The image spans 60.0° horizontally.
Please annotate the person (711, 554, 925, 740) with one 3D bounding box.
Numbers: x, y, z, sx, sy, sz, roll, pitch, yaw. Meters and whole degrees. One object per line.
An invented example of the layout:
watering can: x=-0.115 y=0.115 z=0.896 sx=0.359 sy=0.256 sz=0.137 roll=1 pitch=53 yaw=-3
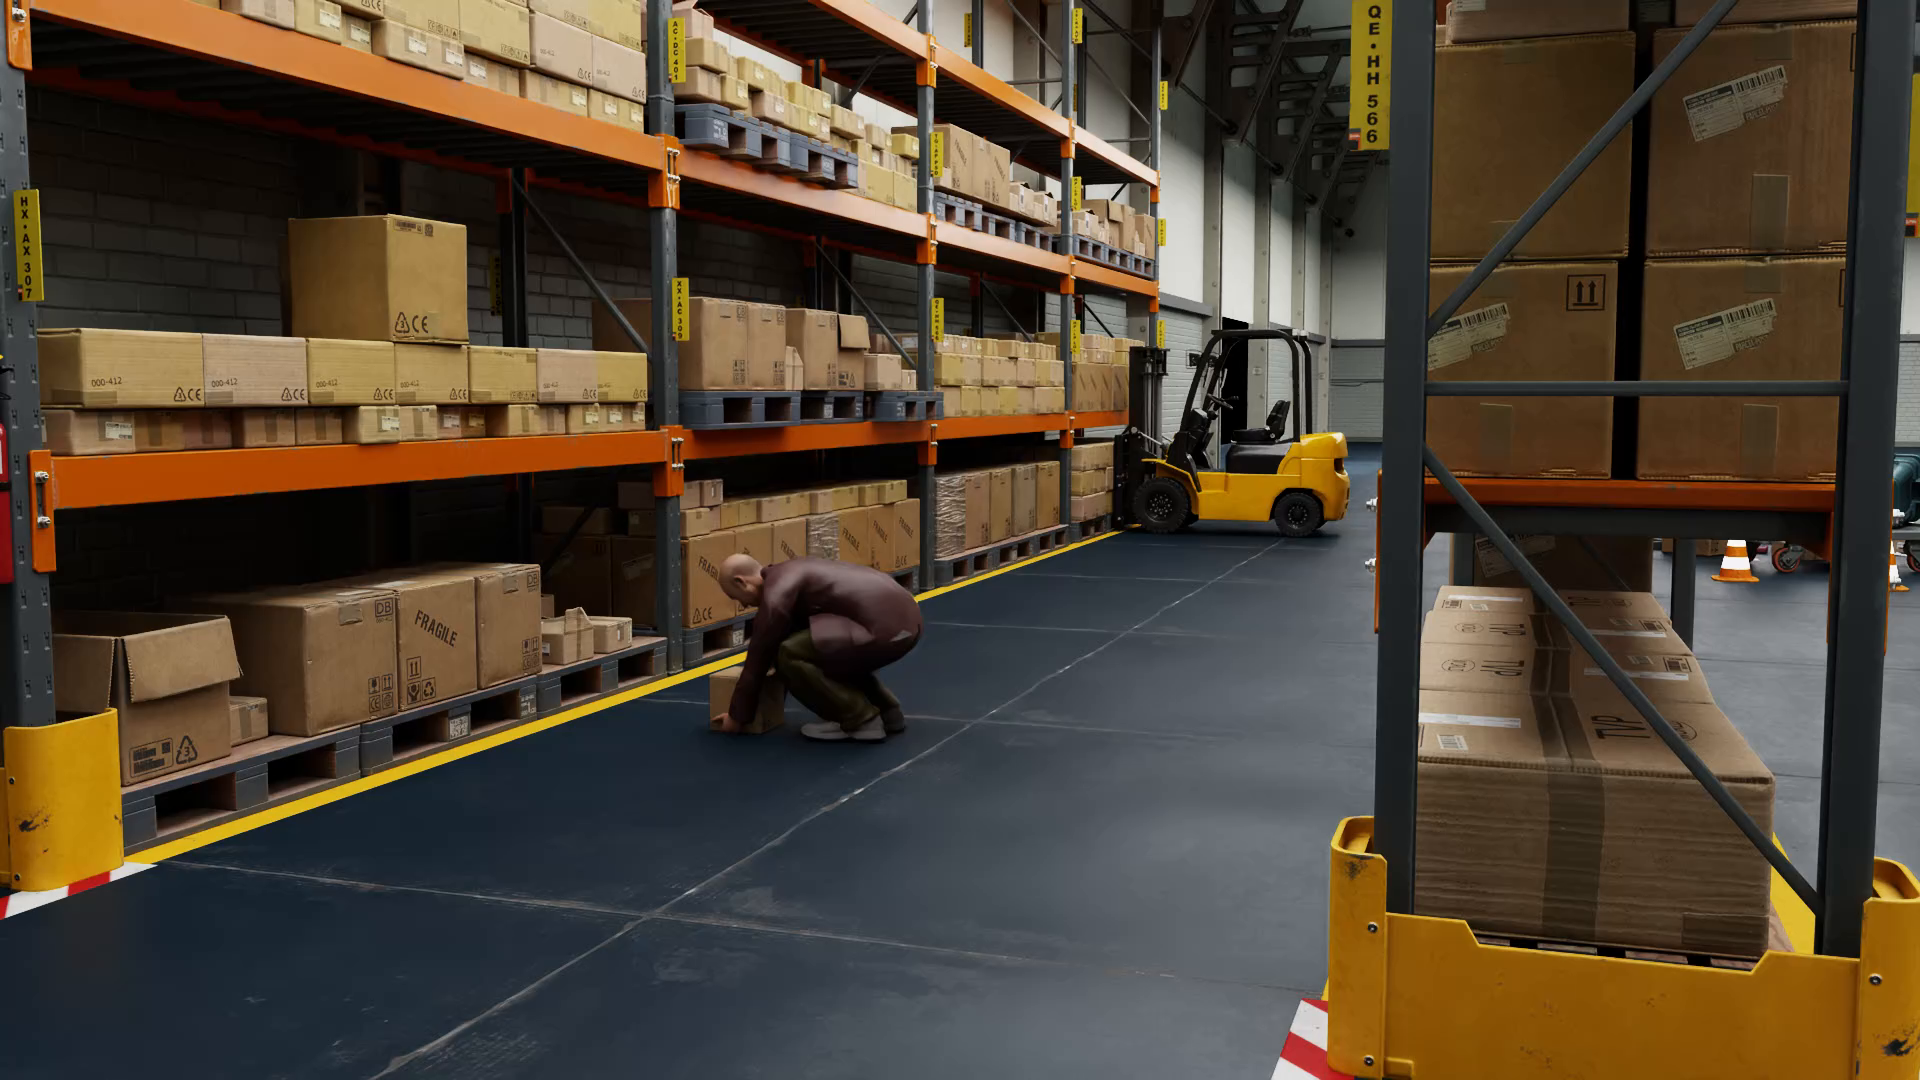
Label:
person: x=-0.620 y=0.484 z=7.344 sx=0.941 sy=0.816 sz=0.577 roll=2 pitch=5 yaw=17
